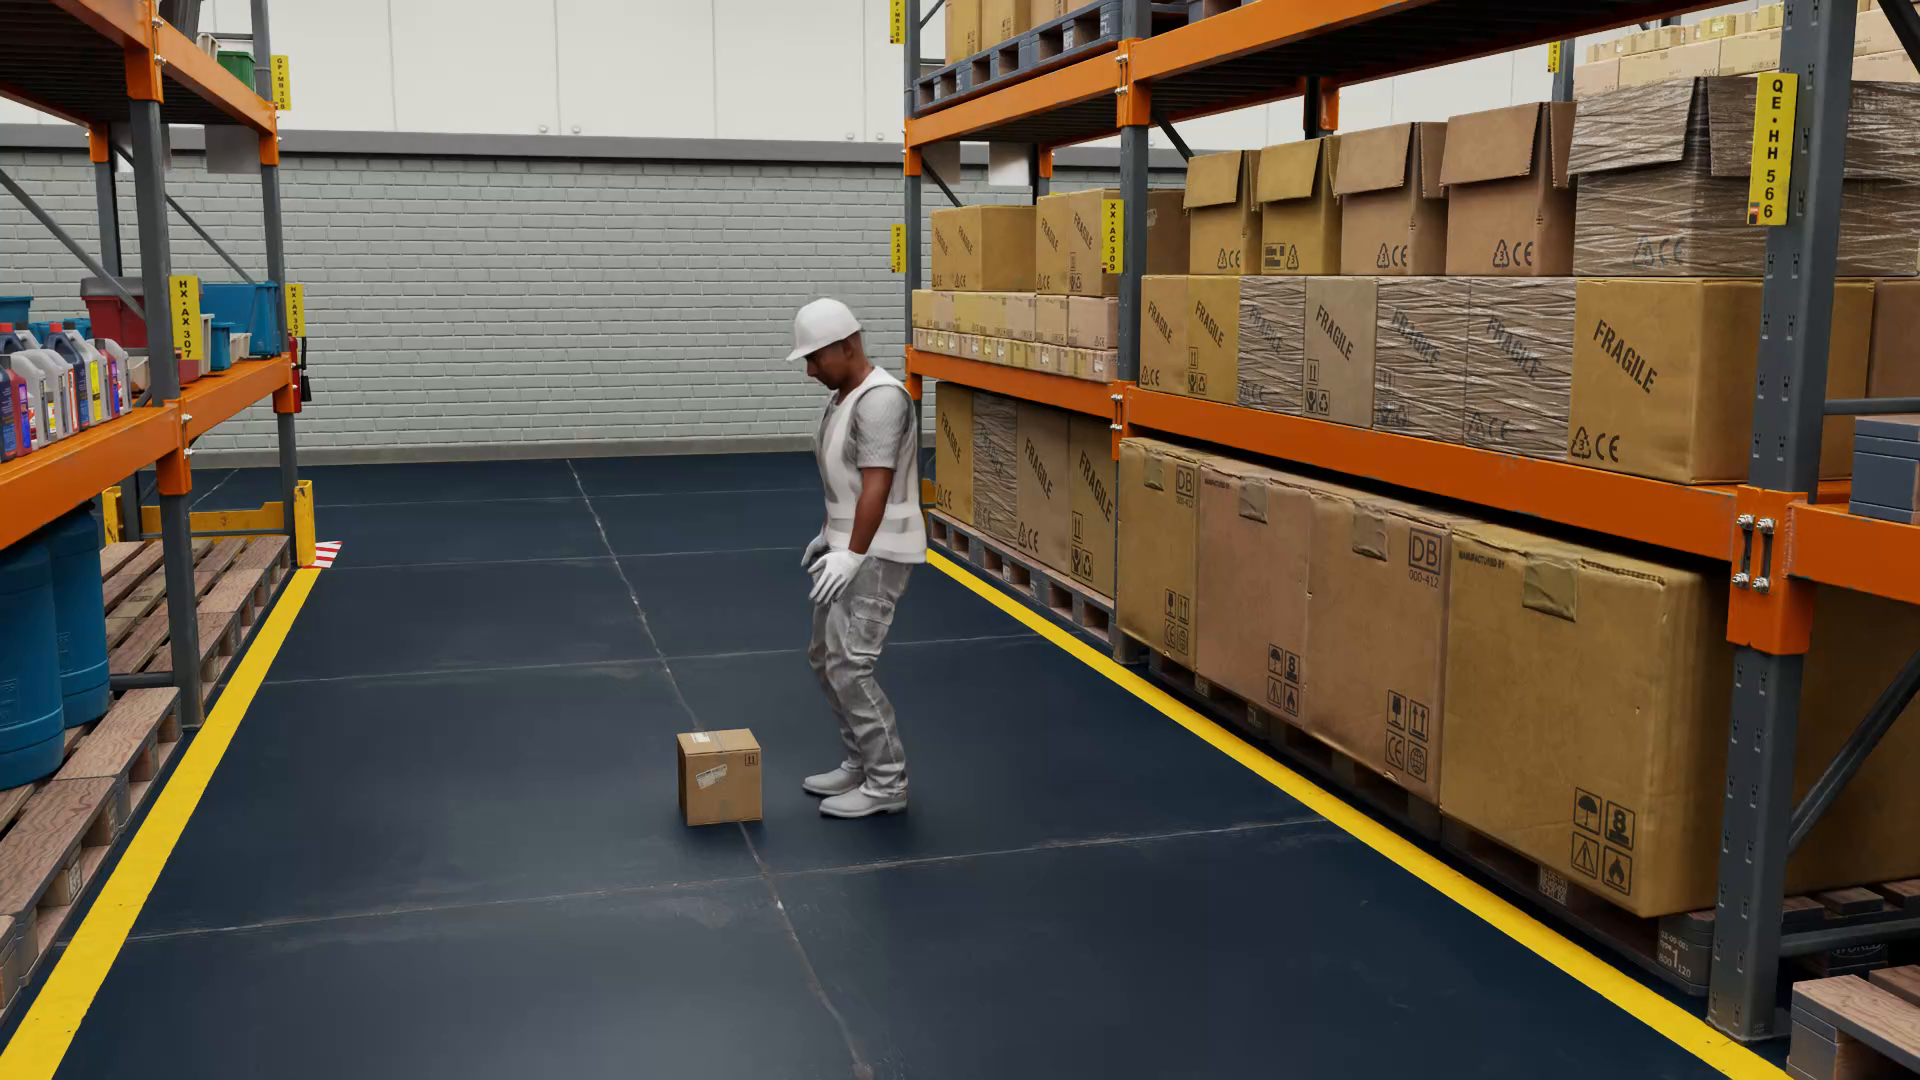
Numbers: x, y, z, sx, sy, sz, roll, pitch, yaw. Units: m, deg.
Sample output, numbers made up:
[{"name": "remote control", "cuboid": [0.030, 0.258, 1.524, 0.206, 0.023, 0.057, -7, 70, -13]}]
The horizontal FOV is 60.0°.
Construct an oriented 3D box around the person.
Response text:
[{"name": "person", "cuboid": [-0.349, 0.058, 5.619, 0.458, 1.732, 0.573, -2, 9, -15]}]
